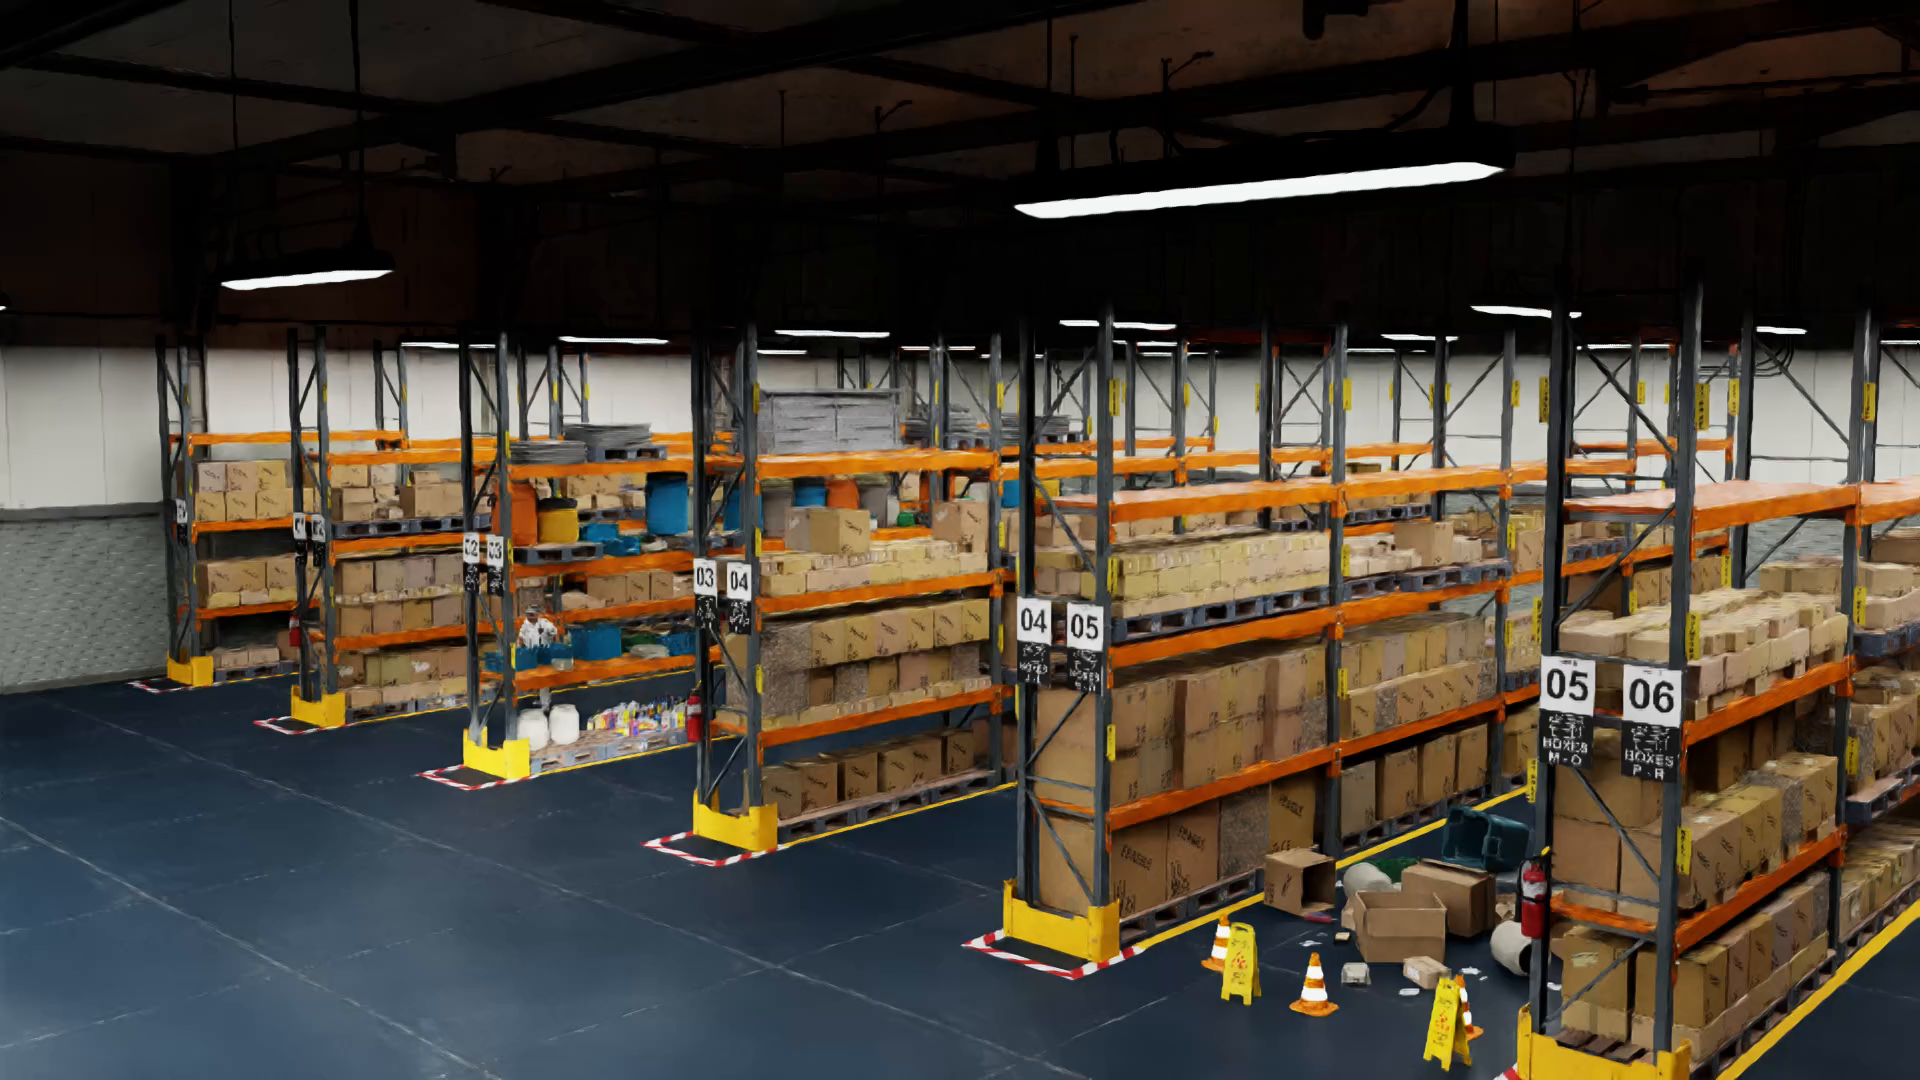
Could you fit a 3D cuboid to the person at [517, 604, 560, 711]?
[{"bbox_3d":[-6.657,1.837,26.397,0.705,1.690,0.833,2,6,24],"label":"person"}]
